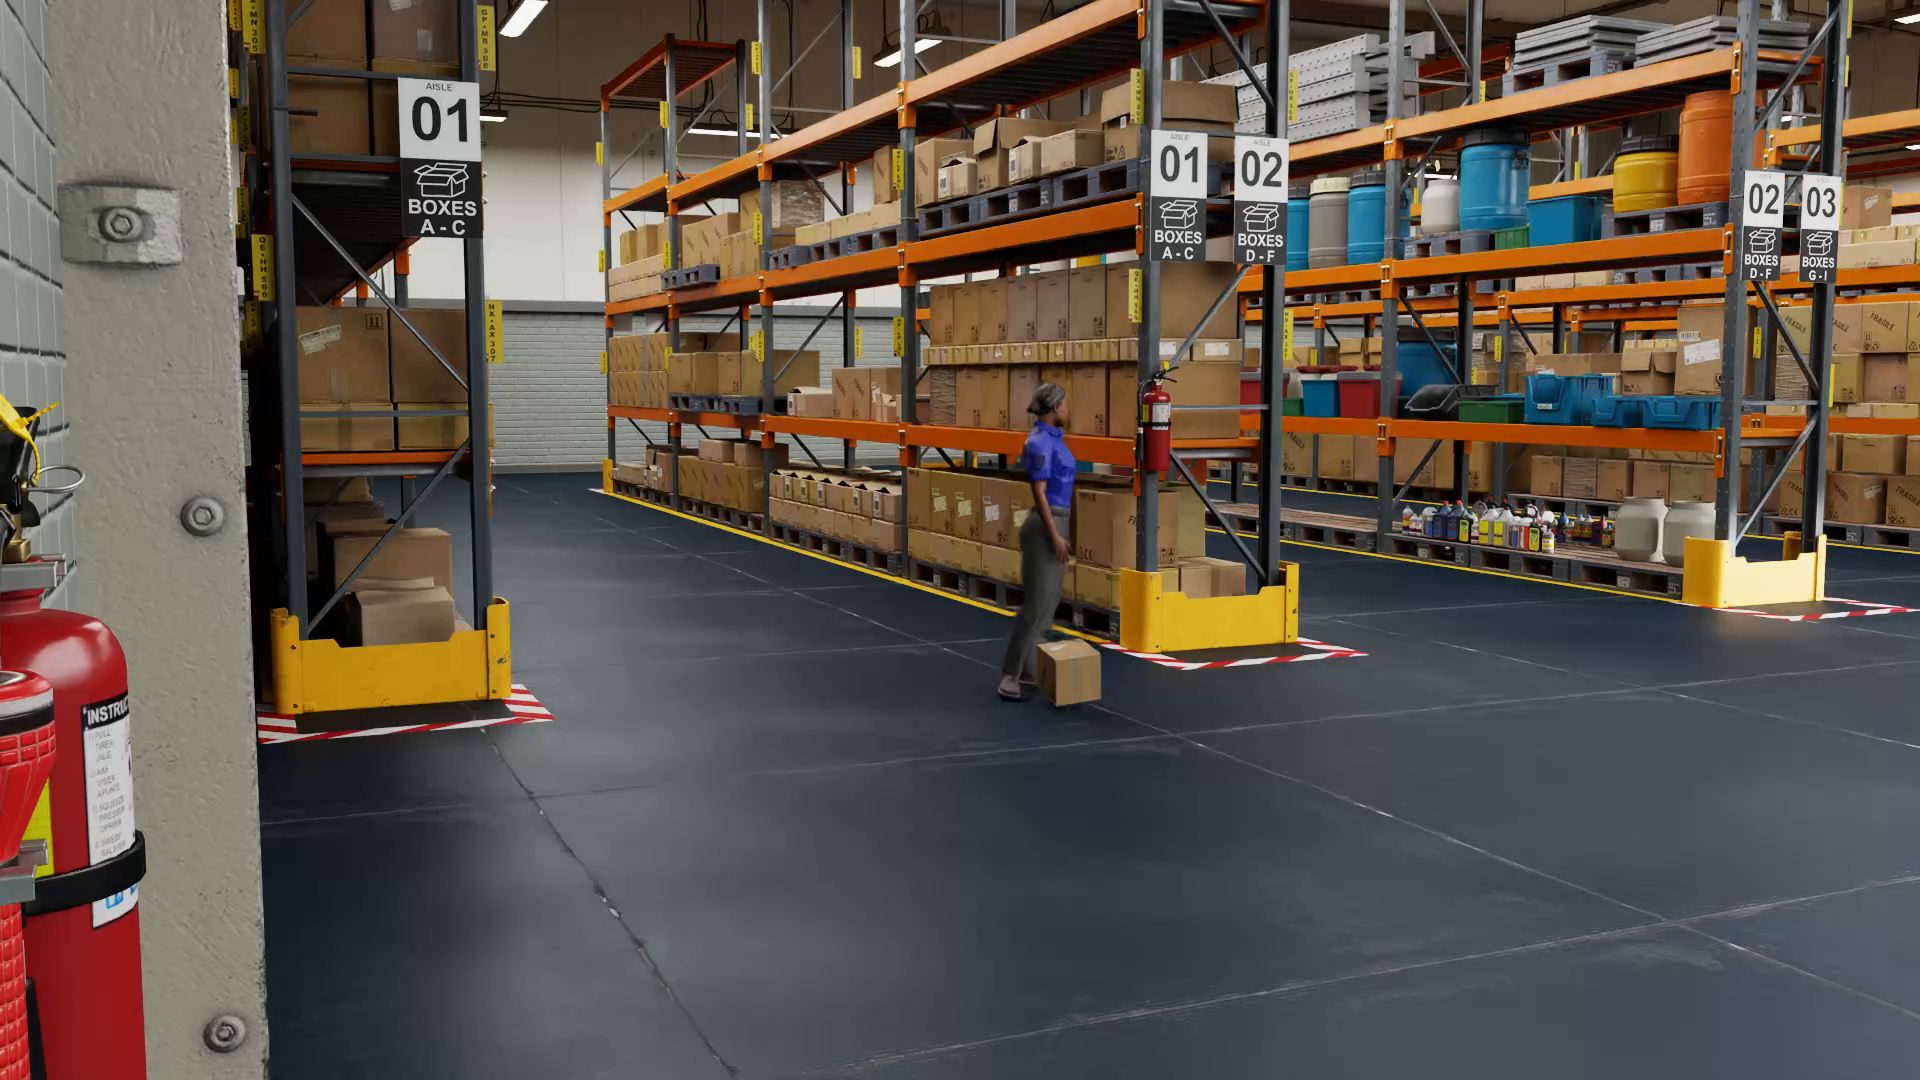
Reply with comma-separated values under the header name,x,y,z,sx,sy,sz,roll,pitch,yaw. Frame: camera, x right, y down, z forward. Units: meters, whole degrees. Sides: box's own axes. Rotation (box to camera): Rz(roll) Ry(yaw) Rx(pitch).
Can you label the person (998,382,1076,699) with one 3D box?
name,x,y,z,sx,sy,sz,roll,pitch,yaw
person,0.426,-0.012,8.908,0.402,1.663,0.613,1,6,15
